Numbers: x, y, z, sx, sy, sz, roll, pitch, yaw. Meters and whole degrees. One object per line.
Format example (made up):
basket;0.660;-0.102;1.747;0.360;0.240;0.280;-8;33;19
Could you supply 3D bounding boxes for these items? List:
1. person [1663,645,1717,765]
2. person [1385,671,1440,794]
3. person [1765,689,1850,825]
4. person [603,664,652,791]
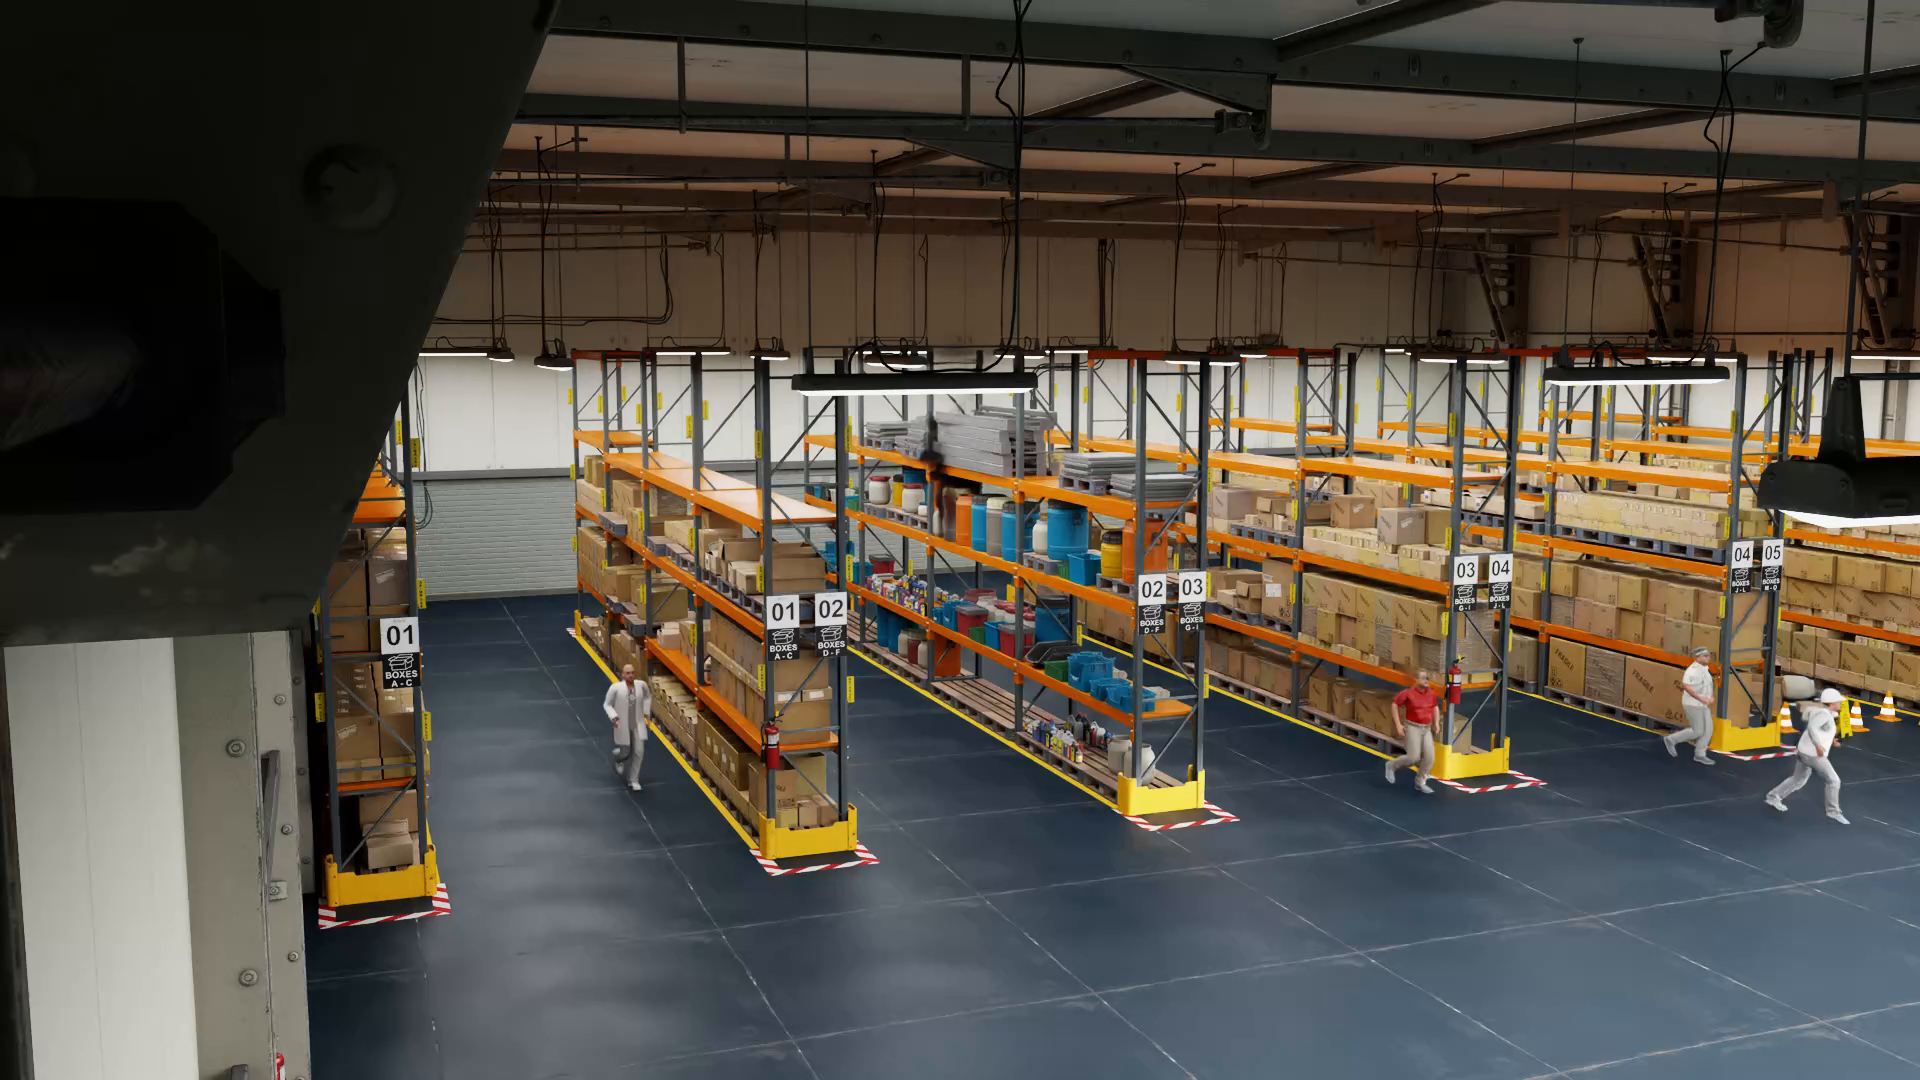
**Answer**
person;10.858;2.414;24.610;0.730;1.770;0.693;6;9;40
person;6.364;2.648;23.108;0.739;1.681;0.637;-4;8;-26
person;11.058;2.788;21.601;0.993;1.759;0.692;3;8;20
person;-4.643;2.582;23.300;0.702;1.743;0.846;-3;8;-25
